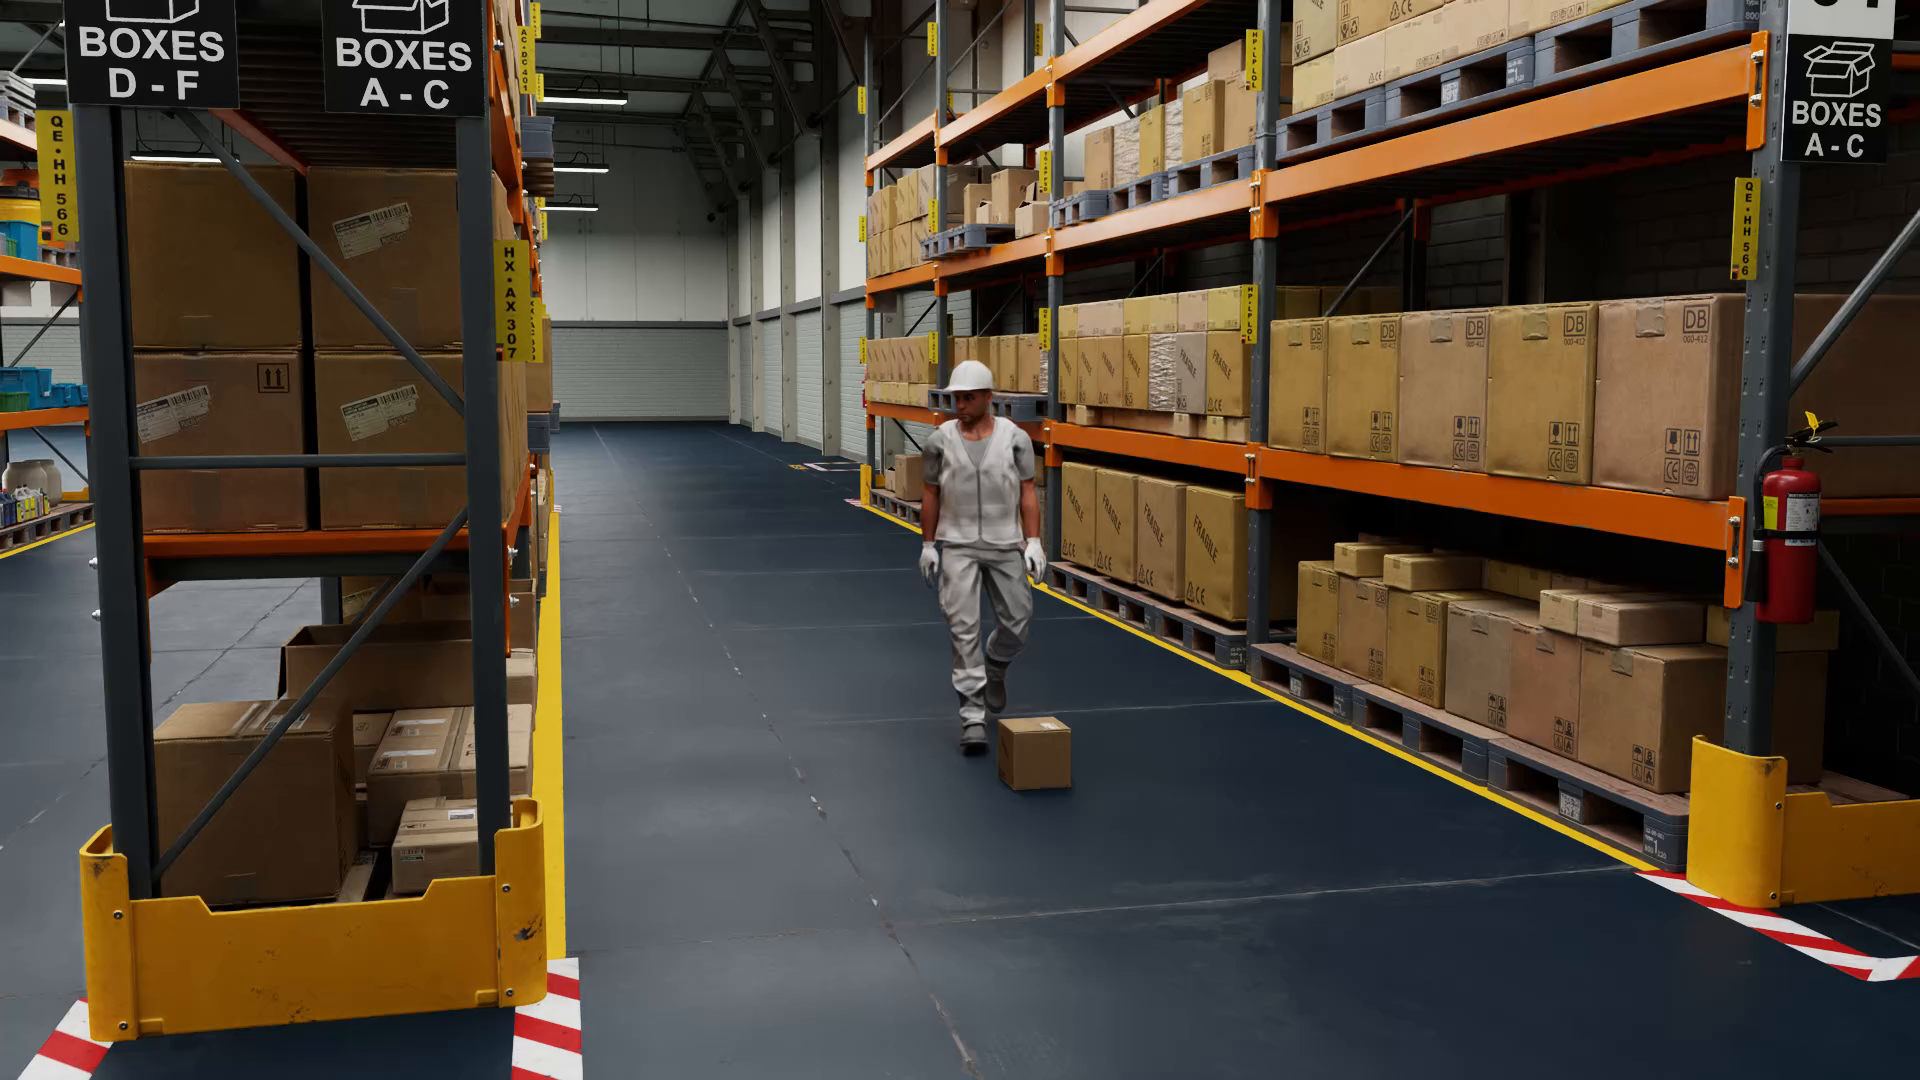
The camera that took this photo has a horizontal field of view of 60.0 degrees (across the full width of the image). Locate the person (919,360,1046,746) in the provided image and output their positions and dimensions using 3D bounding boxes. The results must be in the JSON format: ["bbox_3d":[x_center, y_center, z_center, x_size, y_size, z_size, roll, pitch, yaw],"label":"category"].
[{"bbox_3d":[0.106,0.046,7.814,0.596,1.772,0.840,0,6,-3],"label":"person"}]
